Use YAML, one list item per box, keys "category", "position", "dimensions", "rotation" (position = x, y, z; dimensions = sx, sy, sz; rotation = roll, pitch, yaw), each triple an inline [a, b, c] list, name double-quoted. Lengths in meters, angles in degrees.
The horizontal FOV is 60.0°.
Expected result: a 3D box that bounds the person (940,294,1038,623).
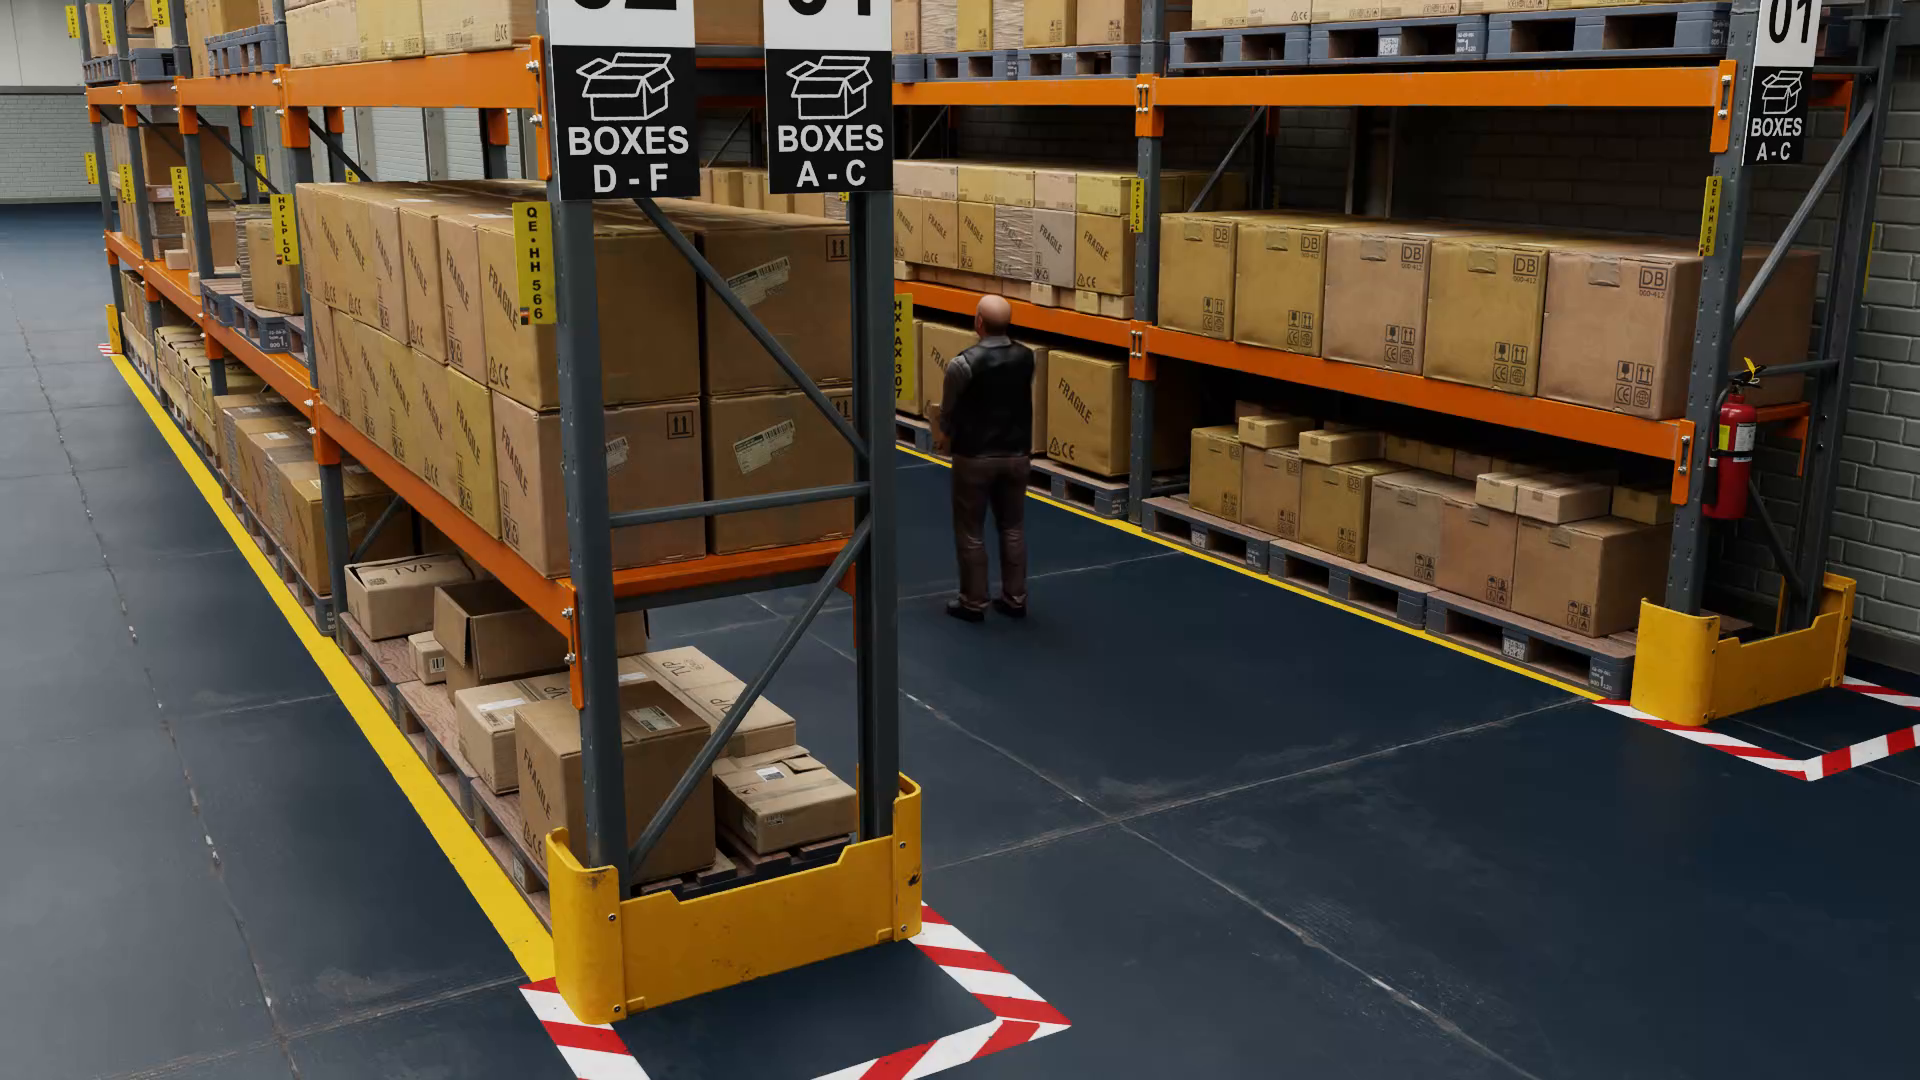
- category: "person"
  position: [0.117, -0.440, 8.732]
  dimensions: [0.500, 1.722, 0.536]
  rotation: [-6, 16, -22]
